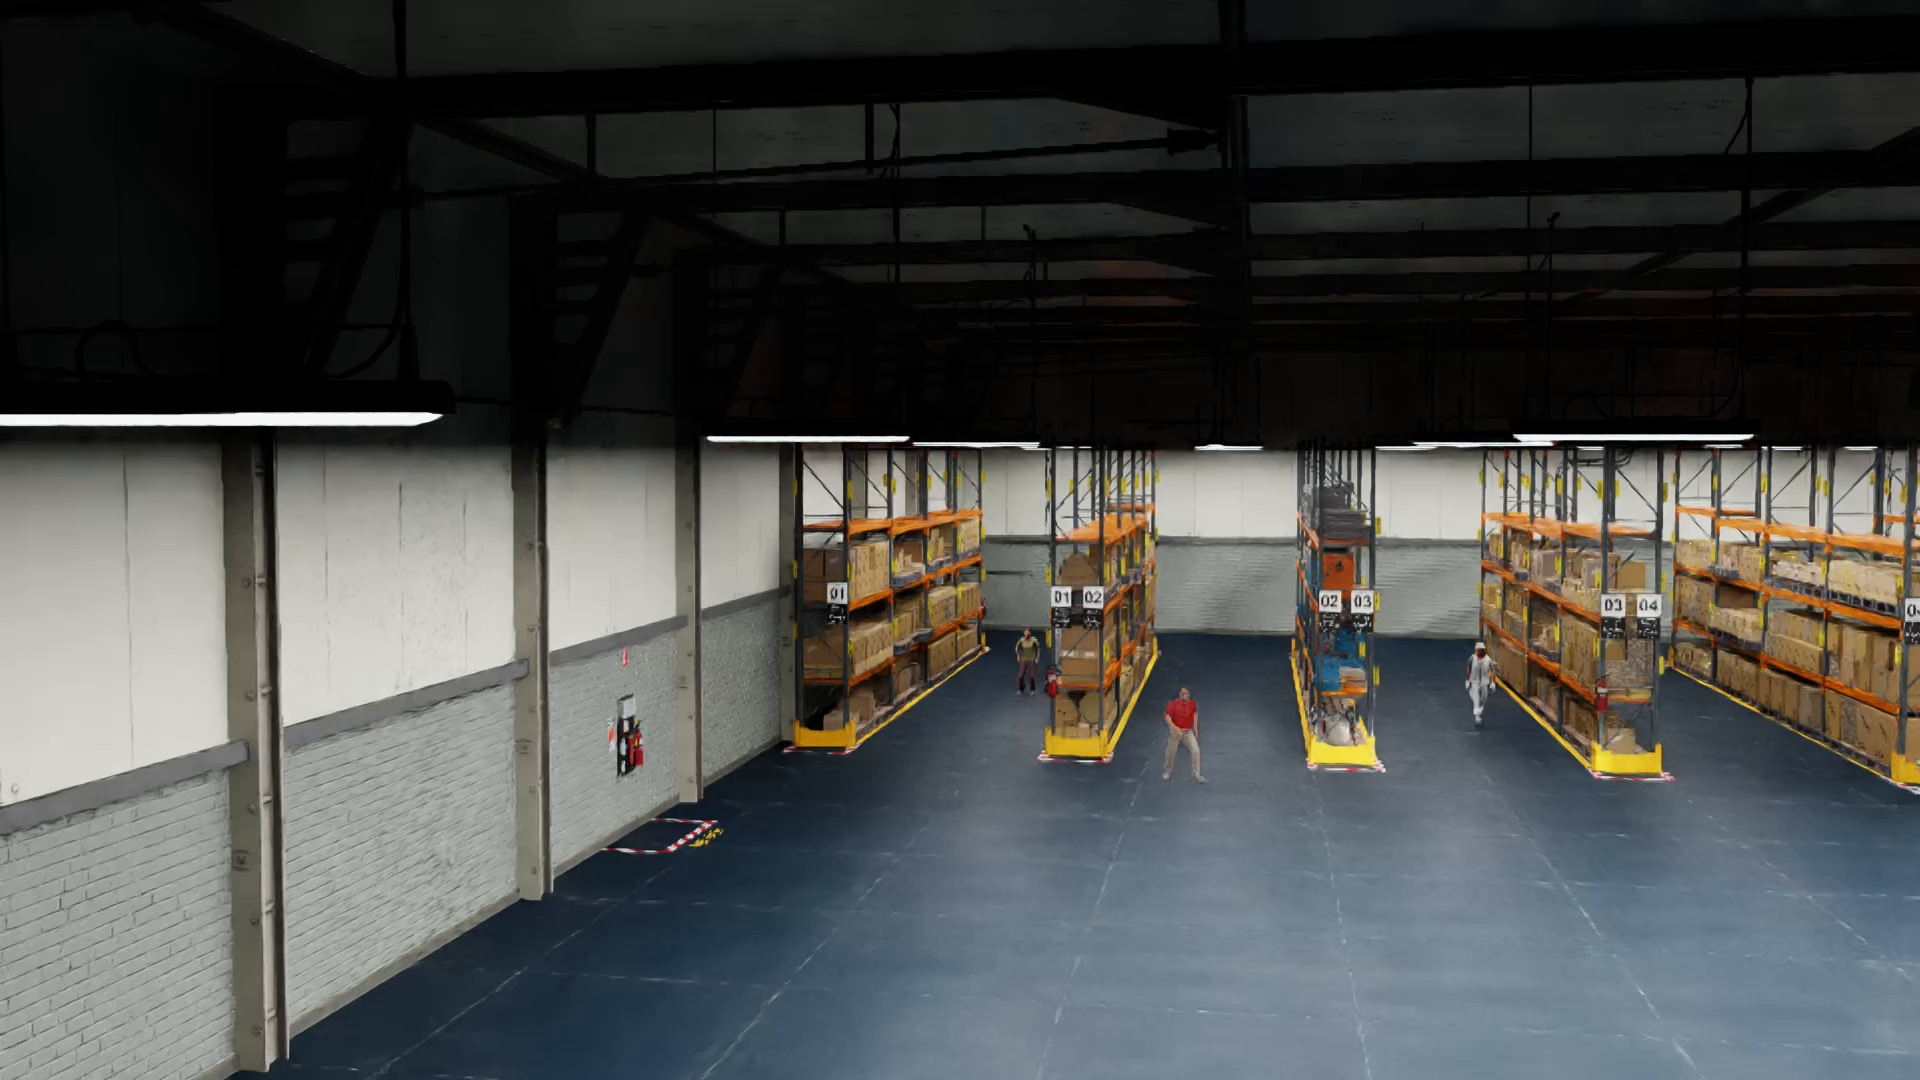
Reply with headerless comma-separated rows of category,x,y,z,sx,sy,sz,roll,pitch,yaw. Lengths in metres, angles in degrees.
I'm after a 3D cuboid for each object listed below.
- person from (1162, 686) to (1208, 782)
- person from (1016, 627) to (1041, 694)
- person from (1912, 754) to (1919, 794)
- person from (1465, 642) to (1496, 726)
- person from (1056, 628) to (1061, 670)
person,3.872,3.350,28.925,0.705,1.660,0.849,0,3,-8
person,1.607,2.841,39.309,0.598,1.619,0.507,0,3,8
person,16.301,3.424,27.797,0.571,1.668,0.507,-1,3,-26
person,10.925,3.007,34.884,0.565,1.736,1.042,0,3,9
person,2.627,2.556,43.823,0.416,1.677,0.537,-1,3,-20
